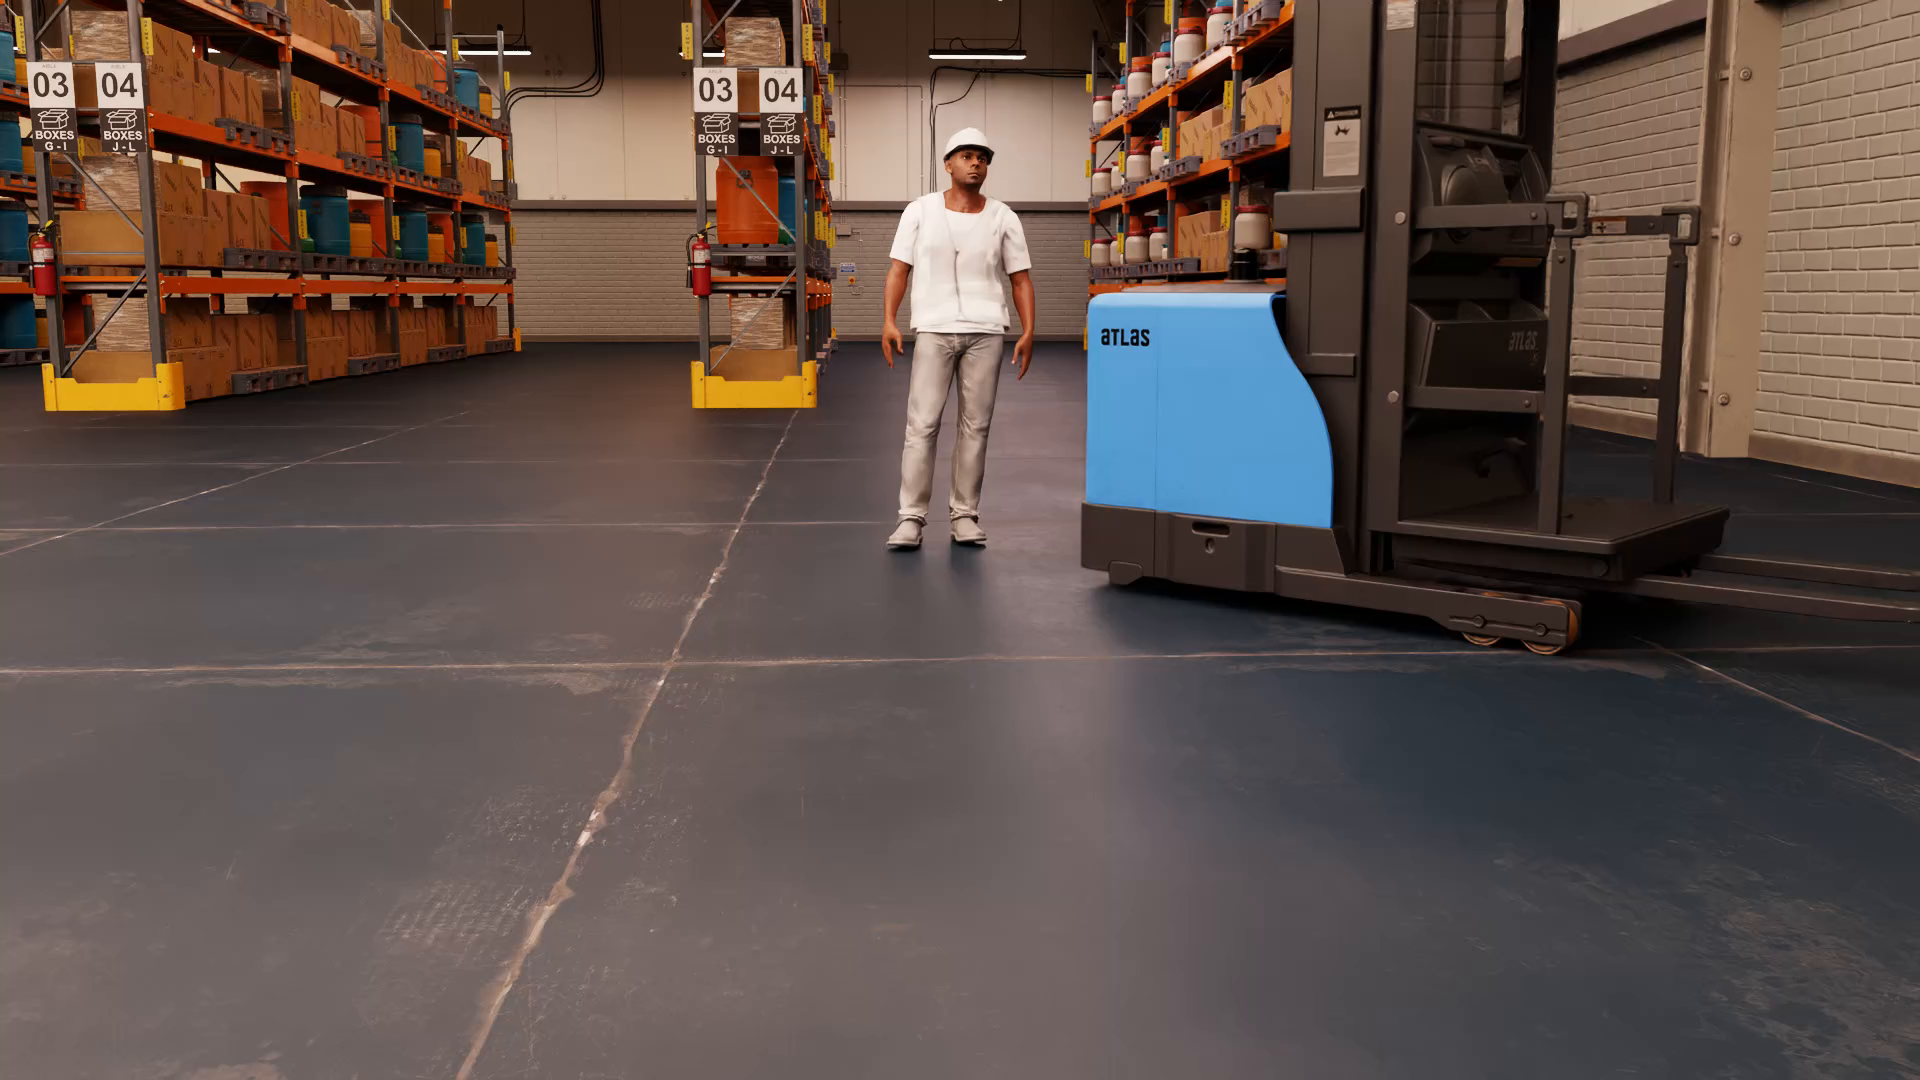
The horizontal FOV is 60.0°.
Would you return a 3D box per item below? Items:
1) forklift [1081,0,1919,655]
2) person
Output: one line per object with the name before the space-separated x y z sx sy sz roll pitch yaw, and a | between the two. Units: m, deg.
forklift | 1.890 -1.192 5.358 3.031 2.935 1.130 7 11 41
person | -0.001 -0.870 7.110 0.666 1.766 0.576 -1 8 -4
